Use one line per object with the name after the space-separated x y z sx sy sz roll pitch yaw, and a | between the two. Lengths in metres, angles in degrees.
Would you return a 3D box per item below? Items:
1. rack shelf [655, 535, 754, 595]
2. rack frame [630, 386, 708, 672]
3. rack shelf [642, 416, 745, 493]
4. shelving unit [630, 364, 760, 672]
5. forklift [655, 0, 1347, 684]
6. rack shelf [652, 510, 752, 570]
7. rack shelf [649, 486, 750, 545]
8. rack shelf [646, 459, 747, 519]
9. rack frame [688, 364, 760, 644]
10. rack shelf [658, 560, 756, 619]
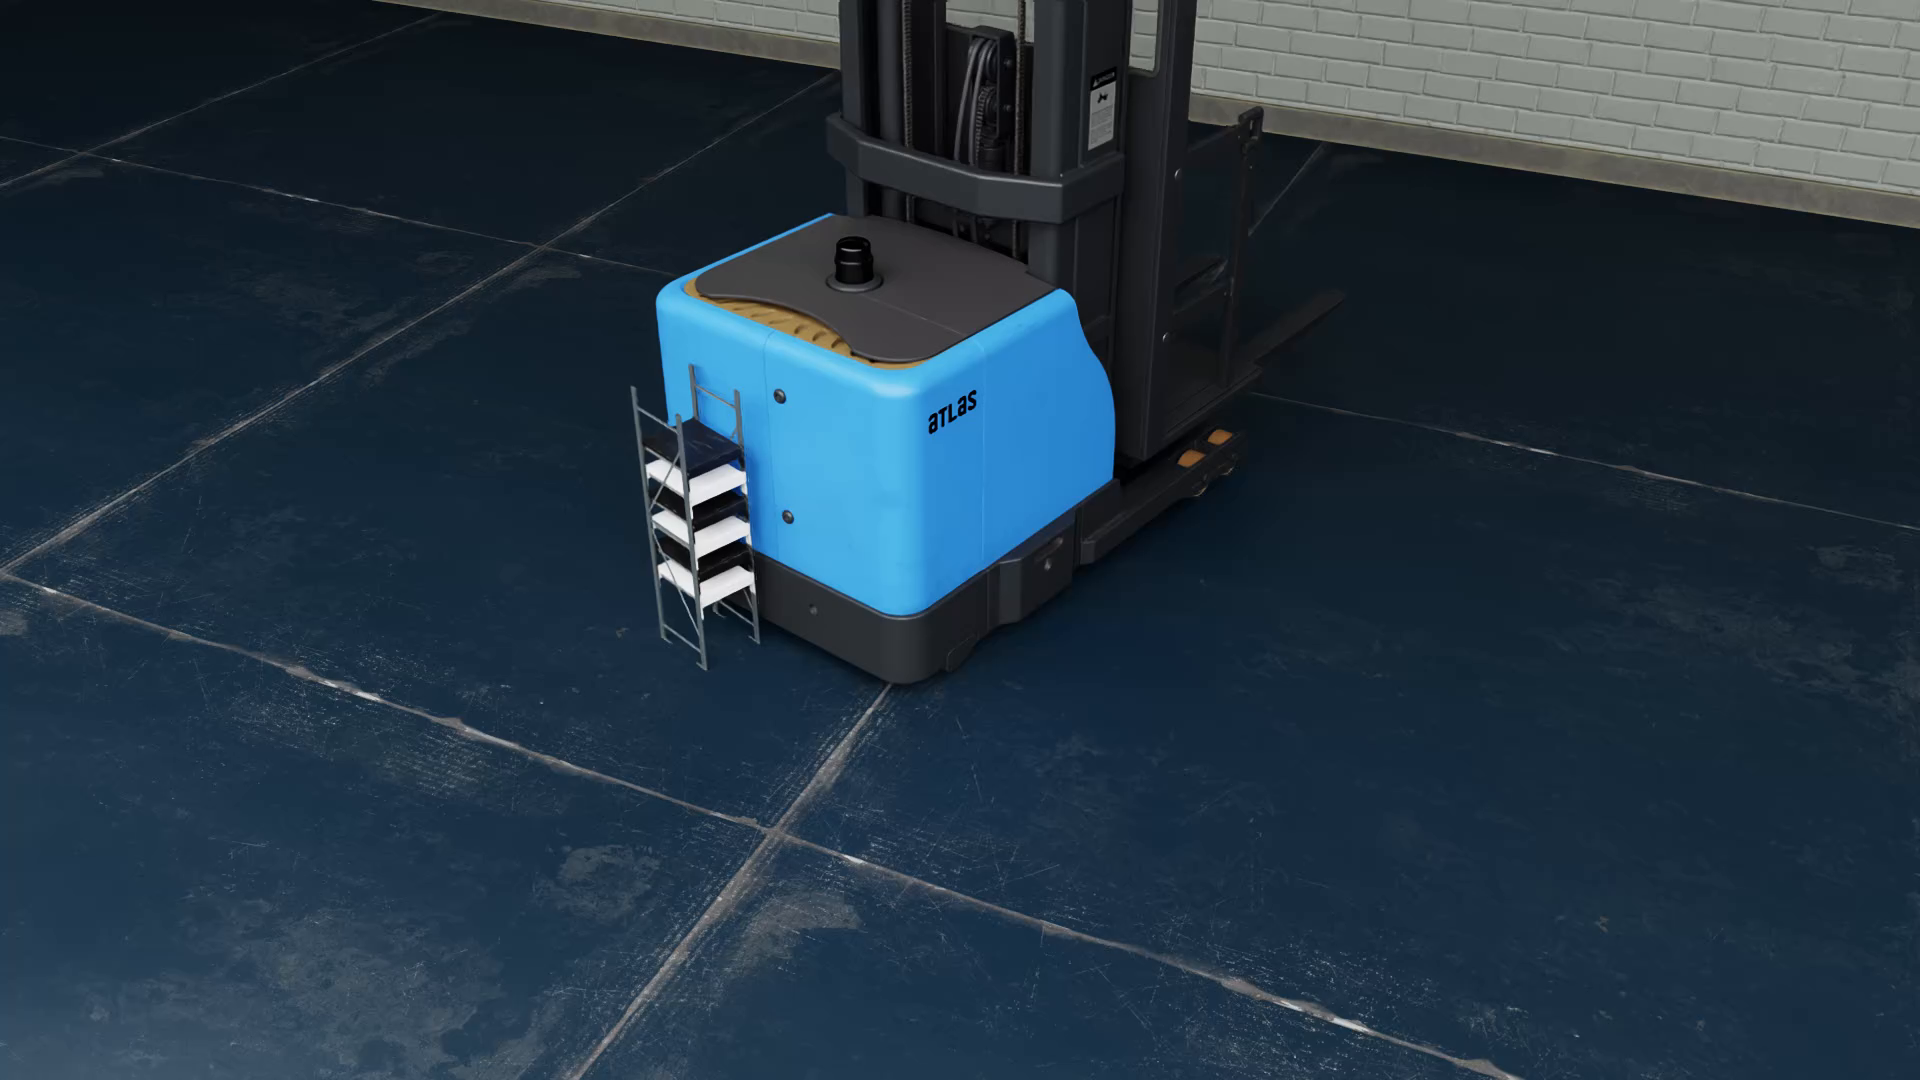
-0.789 0.046 5.084 0.200 0.077 0.258 -27 42 -35 | rack shelf
-0.863 -0.019 4.958 0.006 0.900 0.240 -27 42 -35 | rack frame
-0.789 -0.255 4.886 0.200 0.077 0.258 -27 42 -35 | rack shelf
-0.789 -0.057 5.016 0.210 0.900 0.258 -27 42 -35 | shelving unit
0.394 -1.537 5.421 1.130 2.935 3.031 24 40 32 | forklift
-0.789 -0.029 5.035 0.200 0.077 0.258 -27 42 -35 | rack shelf
-0.789 -0.104 4.985 0.200 0.077 0.258 -27 42 -35 | rack shelf
-0.789 -0.180 4.936 0.200 0.077 0.258 -27 42 -35 | rack shelf
-0.716 -0.095 5.075 0.006 0.900 0.240 -27 42 -35 | rack frame
-0.789 0.121 5.133 0.200 0.077 0.258 -27 42 -35 | rack shelf
